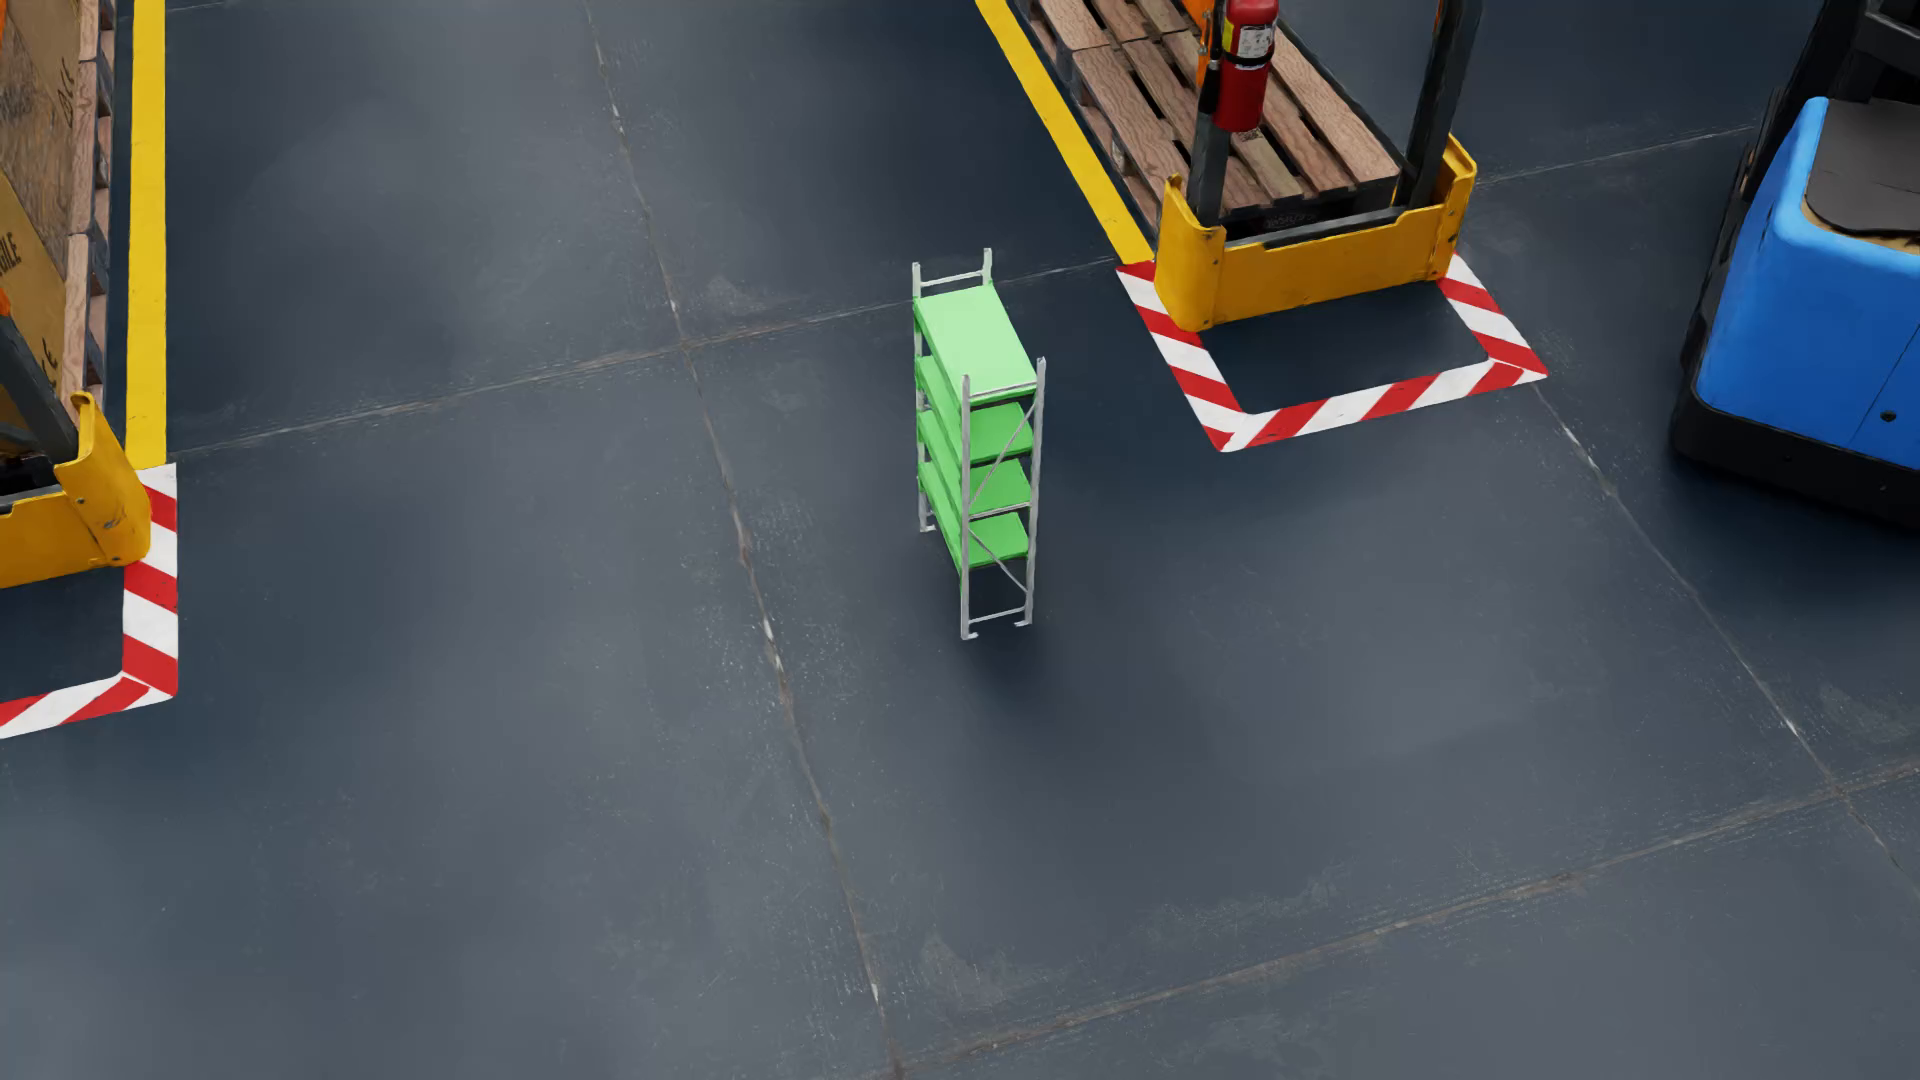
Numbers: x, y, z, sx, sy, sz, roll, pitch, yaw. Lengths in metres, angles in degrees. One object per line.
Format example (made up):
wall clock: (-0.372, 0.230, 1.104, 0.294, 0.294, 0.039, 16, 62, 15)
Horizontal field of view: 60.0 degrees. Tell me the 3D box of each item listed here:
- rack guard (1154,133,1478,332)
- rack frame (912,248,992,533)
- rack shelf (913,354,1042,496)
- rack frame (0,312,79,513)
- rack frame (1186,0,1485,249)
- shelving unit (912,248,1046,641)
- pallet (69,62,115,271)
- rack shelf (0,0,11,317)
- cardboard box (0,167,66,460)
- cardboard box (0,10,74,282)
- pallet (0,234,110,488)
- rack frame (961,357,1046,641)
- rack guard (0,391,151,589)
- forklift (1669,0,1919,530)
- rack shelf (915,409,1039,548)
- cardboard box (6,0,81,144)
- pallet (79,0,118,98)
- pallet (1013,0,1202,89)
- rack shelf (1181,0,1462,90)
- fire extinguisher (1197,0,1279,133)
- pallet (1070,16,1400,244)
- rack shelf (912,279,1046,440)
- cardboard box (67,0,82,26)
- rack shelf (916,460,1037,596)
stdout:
rack guard: (1.362, -1.210, 6.443, 1.175, 0.500, 0.348, -13, 51, -11)
rack frame: (-0.023, -0.444, 5.340, 0.240, 1.200, 0.015, -13, 51, -11)
rack shelf: (0.049, -0.379, 5.055, 0.258, 0.148, 0.480, -13, 51, -11)
rack frame: (-3.389, -0.911, 4.556, 1.000, 3.000, 0.127, -13, 51, -11)
rack frame: (1.343, -2.030, 5.500, 1.000, 3.000, 0.127, -13, 51, -11)
shelving unit: (0.049, -0.266, 5.189, 0.258, 1.200, 0.503, -13, 51, -11)
pallet: (-4.057, -1.468, 6.849, 1.003, 0.211, 1.213, -13, 51, -11)
rack shelf: (-3.980, -2.139, 6.062, 1.077, 0.370, 4.000, -13, 51, -11)
cardboard box: (-3.654, -0.810, 5.586, 0.875, 0.875, 0.875, -13, 51, -11)
cardboard box: (-3.923, -1.475, 6.147, 0.875, 0.875, 0.875, -13, 51, -11)
pallet: (-3.700, -0.578, 6.099, 1.003, 0.211, 1.213, -13, 51, -11)
rack frame: (0.121, -0.088, 5.039, 0.240, 1.200, 0.015, -13, 51, -11)
rack guard: (-3.382, -0.087, 5.497, 1.175, 0.500, 0.348, -13, 51, -11)
forklift: (3.644, -2.083, 5.589, 1.130, 2.935, 3.031, 20, 53, 16)
rack shelf: (0.049, -0.225, 5.238, 0.258, 0.148, 0.480, -13, 51, -11)
cardboard box: (-4.187, -2.125, 6.695, 0.875, 0.875, 0.875, -13, 51, -11)
pallet: (-4.421, -2.360, 7.602, 1.003, 0.211, 1.213, -13, 51, -11)
pallet: (0.779, -2.632, 7.831, 1.003, 0.211, 1.213, -13, 51, -11)
rack shelf: (0.751, -3.259, 7.006, 1.077, 0.370, 4.000, -13, 51, -11)
fire extinguisher: (0.953, -1.672, 5.493, 0.296, 0.674, 0.183, -13, 51, -11)
pallet: (1.136, -1.743, 7.081, 1.003, 0.211, 1.213, -13, 51, -11)
rack shelf: (0.049, -0.534, 4.871, 0.258, 0.148, 0.480, -13, 51, -11)
cardboard box: (-4.453, -2.782, 7.249, 0.875, 0.875, 0.875, -13, 51, -11)
rack shelf: (0.049, -0.070, 5.422, 0.258, 0.148, 0.480, -13, 51, -11)
